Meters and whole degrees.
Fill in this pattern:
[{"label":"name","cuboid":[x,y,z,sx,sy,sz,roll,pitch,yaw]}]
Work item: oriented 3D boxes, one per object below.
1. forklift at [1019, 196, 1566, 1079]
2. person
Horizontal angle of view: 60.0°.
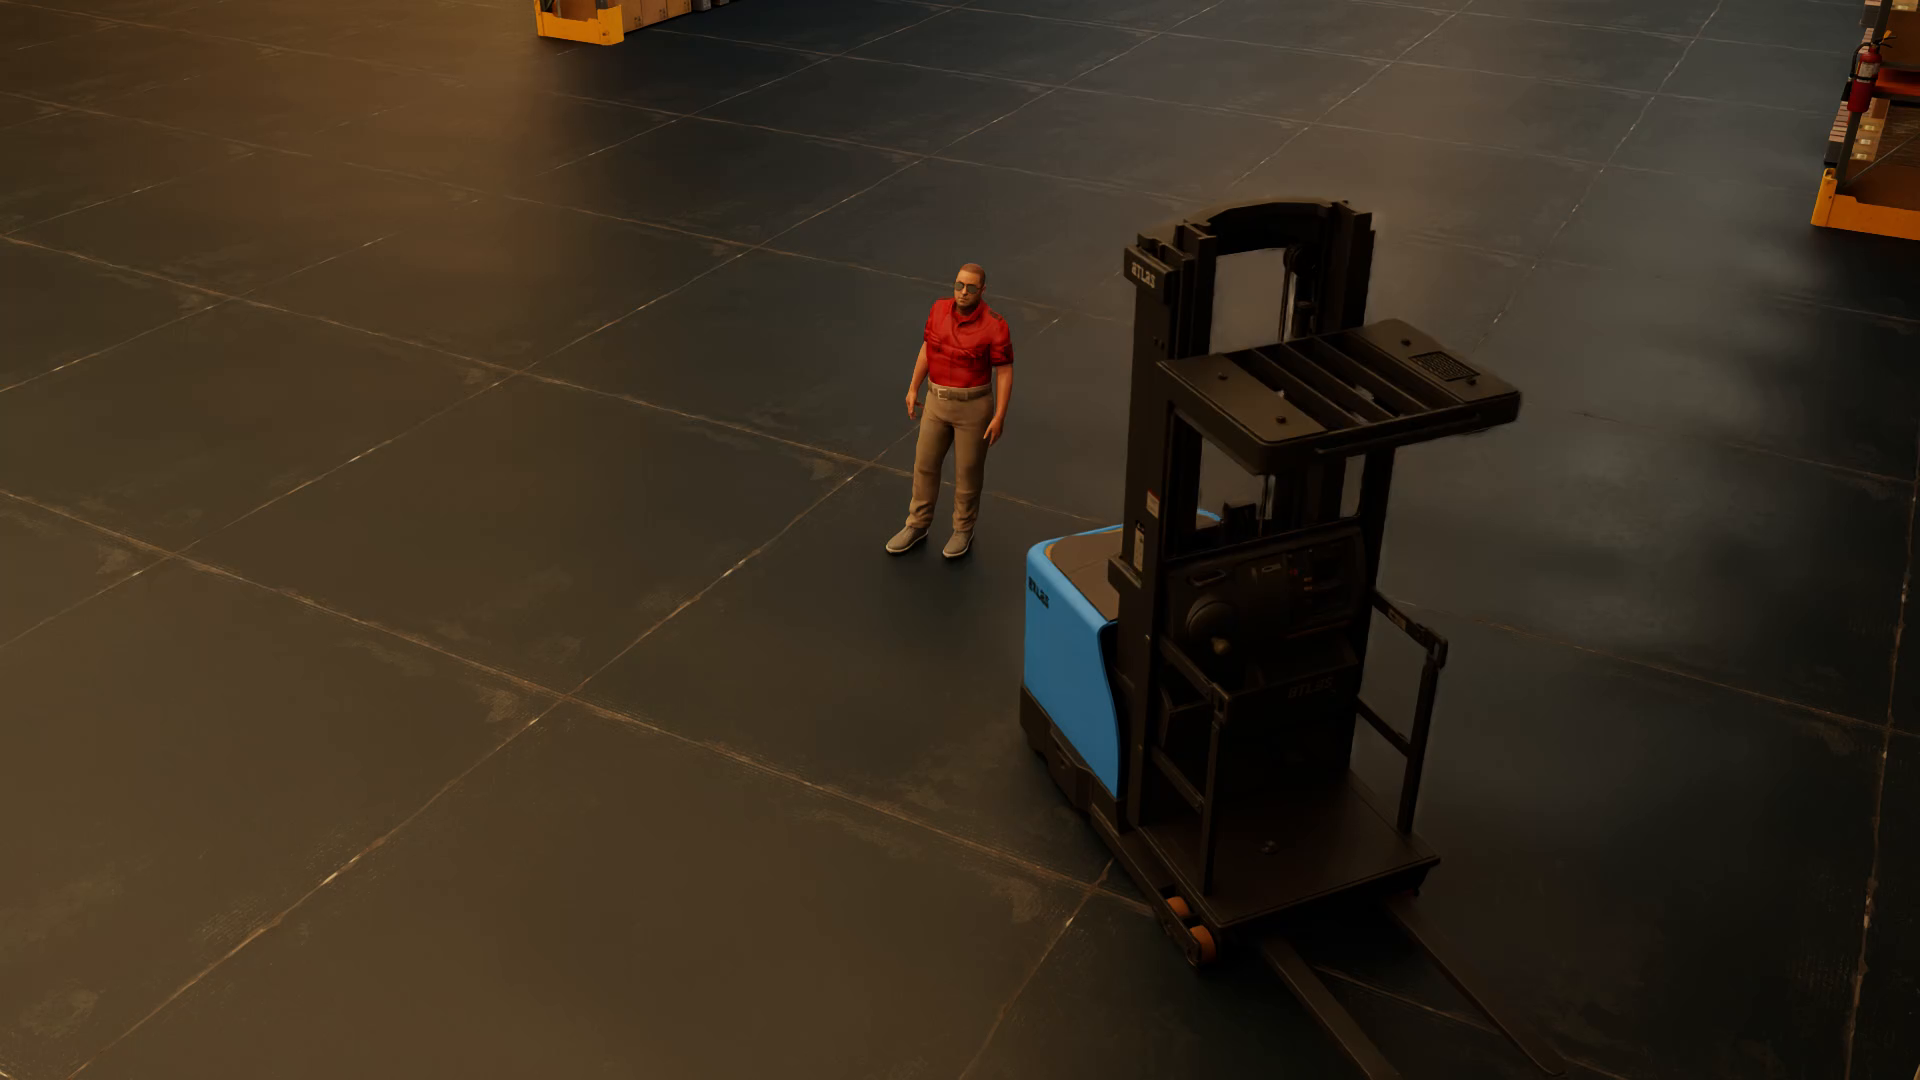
[{"label":"forklift","cuboid":[1.342,0.260,6.620,1.130,2.935,3.031,-12,32,-20]},{"label":"person","cuboid":[-0.054,-0.719,9.504,0.640,1.727,0.551,15,33,25]}]
